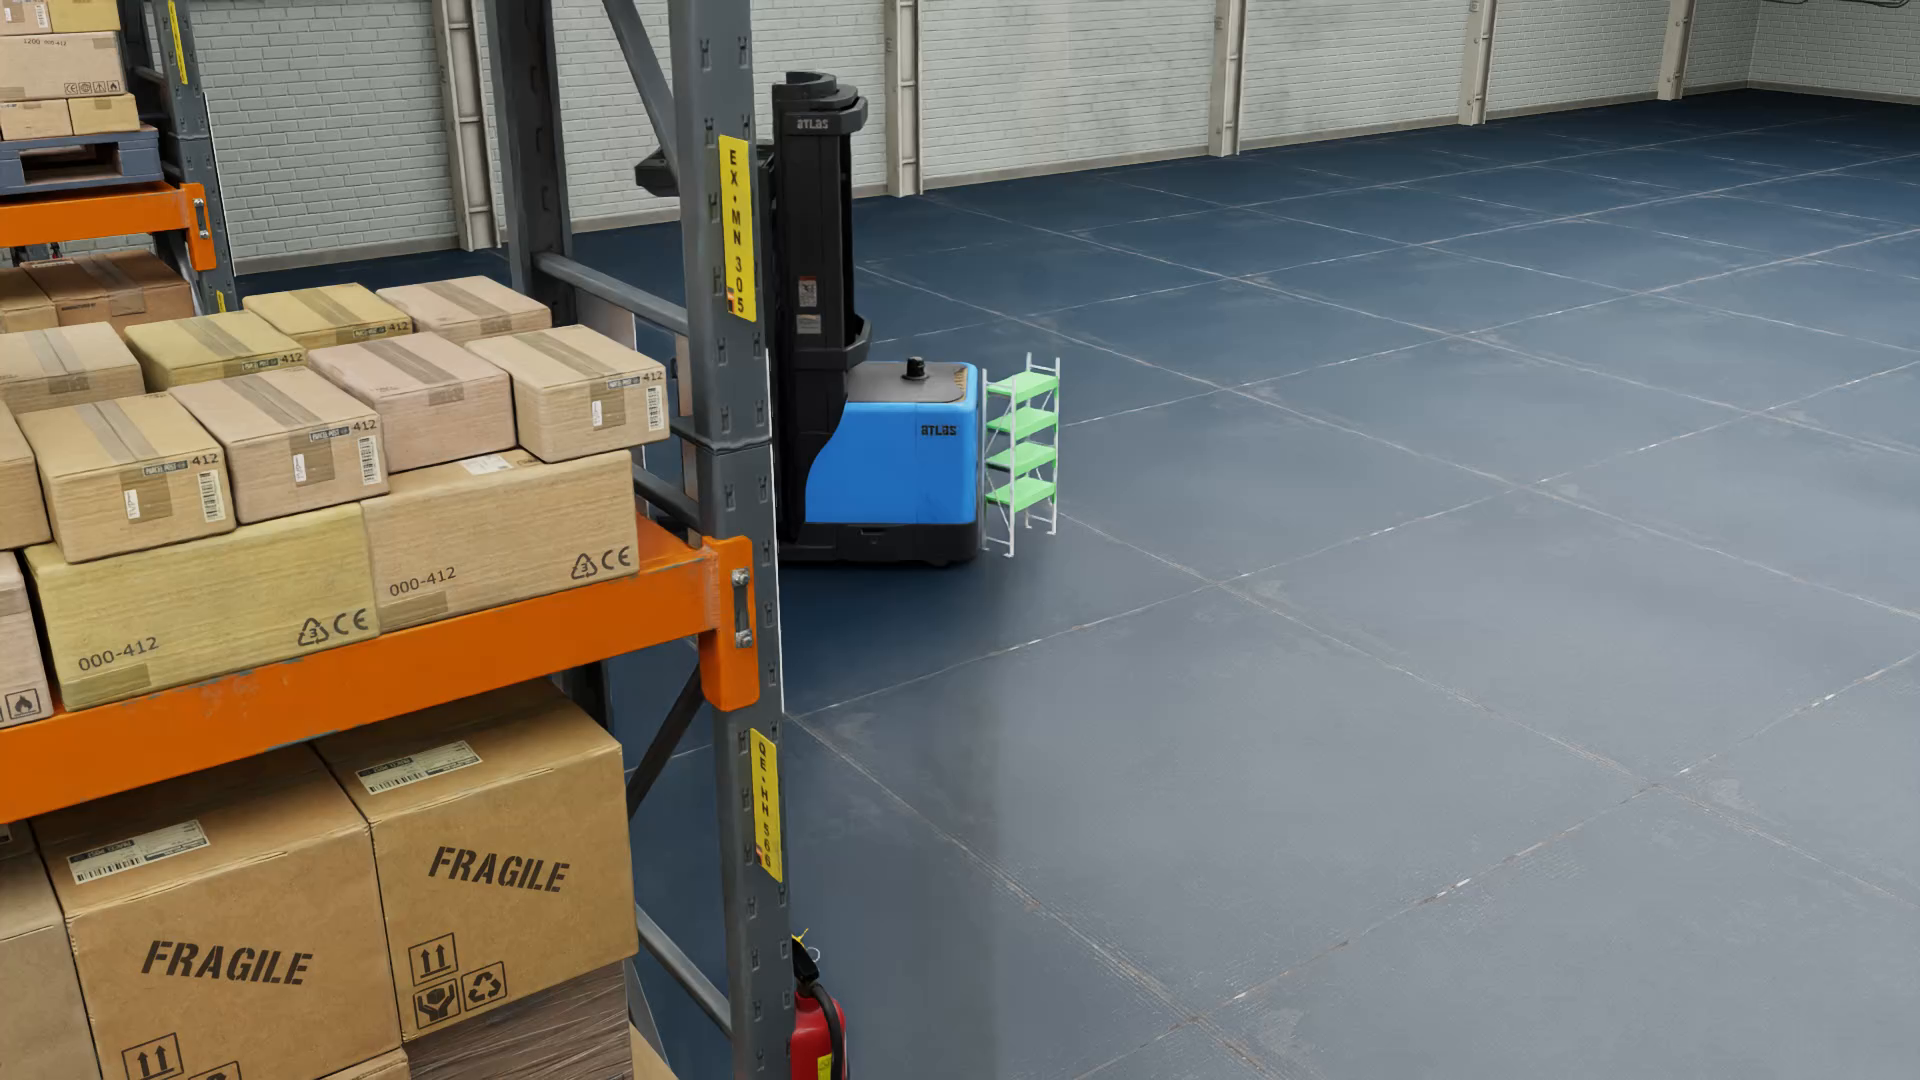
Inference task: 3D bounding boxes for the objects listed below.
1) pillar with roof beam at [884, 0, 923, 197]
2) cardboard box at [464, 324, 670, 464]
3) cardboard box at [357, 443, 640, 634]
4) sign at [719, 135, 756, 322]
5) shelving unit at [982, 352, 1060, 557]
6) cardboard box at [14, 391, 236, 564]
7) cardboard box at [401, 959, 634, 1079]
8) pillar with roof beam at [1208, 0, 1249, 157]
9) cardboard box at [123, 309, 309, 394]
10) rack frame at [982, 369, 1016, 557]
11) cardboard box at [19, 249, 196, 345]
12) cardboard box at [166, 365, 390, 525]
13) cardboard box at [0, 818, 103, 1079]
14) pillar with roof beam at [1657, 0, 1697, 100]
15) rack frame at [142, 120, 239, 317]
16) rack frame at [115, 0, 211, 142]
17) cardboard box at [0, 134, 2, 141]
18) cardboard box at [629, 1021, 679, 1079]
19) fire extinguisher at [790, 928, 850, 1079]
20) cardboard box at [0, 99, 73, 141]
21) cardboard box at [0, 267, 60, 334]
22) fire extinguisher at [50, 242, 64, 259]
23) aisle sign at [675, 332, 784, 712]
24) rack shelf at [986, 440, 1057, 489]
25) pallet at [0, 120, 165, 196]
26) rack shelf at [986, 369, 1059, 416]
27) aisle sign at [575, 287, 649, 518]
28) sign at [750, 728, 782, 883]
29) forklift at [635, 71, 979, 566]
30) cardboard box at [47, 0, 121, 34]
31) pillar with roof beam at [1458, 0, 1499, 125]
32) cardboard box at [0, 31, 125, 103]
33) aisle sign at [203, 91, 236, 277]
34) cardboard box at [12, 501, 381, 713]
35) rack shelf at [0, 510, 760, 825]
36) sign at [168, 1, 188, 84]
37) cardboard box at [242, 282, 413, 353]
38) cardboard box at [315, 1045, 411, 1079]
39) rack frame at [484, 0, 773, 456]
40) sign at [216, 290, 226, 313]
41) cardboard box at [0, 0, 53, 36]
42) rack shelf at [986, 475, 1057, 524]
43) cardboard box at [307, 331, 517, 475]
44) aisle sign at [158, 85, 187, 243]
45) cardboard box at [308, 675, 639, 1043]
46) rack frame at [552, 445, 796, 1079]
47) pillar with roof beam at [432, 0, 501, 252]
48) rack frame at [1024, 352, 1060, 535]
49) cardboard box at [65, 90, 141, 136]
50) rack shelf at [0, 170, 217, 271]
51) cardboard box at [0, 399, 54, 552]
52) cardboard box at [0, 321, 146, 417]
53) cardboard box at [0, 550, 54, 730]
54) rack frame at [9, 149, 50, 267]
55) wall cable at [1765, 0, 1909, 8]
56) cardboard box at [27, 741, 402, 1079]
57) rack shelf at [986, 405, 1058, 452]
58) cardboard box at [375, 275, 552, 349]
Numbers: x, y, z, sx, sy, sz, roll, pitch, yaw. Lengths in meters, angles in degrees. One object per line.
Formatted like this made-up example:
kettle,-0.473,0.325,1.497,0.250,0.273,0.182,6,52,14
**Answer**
pillar with roof beam,1.762,-7.615,17.838,0.400,9.000,9.100,-15,26,-33
cardboard box,-0.755,-0.287,3.185,0.250,0.149,0.380,-15,26,-33
cardboard box,-0.955,-0.075,3.192,0.500,0.250,0.500,-14,26,-32
sign,-0.404,-0.565,3.024,0.005,0.325,0.100,-15,26,-33
shelving unit,0.386,-0.549,10.652,0.258,1.200,0.503,15,26,34
cardboard box,-1.383,-0.112,2.747,0.250,0.149,0.380,-15,26,-33
cardboard box,-1.175,0.994,3.822,0.500,0.500,0.875,-15,26,-33
pillar with roof beam,6.632,-8.914,21.093,0.400,9.000,9.100,-15,26,-33
cardboard box,-1.471,-0.332,3.298,0.250,0.149,0.380,-15,26,-34
rack frame,0.241,-0.476,10.470,0.240,1.200,0.015,15,26,34
cardboard box,-3.851,-0.949,7.567,0.550,0.550,0.875,-15,26,-33
cardboard box,-1.193,-0.174,2.901,0.250,0.149,0.380,-16,27,-35
cardboard box,-1.824,0.830,2.885,0.500,0.500,0.500,-15,26,-33
pillar with roof beam,16.373,-11.511,27.602,0.400,9.000,9.100,-15,26,-33
rack frame,-3.527,-0.446,7.967,0.127,3.000,1.000,-15,26,-33
rack frame,-3.527,-3.233,6.856,0.127,3.000,1.000,-15,26,-33
cardboard box,-4.012,-1.680,6.650,0.250,0.149,0.380,-14,26,-32
cardboard box,-0.823,1.308,3.909,0.250,0.149,0.380,-15,26,-33
fire extinguisher,-0.350,1.218,3.902,0.183,0.674,0.296,-15,26,-33
cardboard box,-3.804,-1.736,6.790,0.250,0.149,0.380,-15,26,-32
cardboard box,-4.243,-0.802,7.200,0.550,0.550,0.875,-15,26,-33
fire extinguisher,-6.138,-1.764,11.374,0.183,0.674,0.296,-15,26,-33
aisle sign,-0.487,-0.063,3.499,0.004,0.787,0.394,-15,26,-33
rack shelf,0.386,-0.489,10.676,0.258,0.148,0.480,15,26,34
pallet,-4.123,-1.635,7.018,1.213,0.211,1.003,-15,26,-33
rack shelf,0.386,-0.935,10.498,0.258,0.148,0.480,15,26,34
aisle sign,-0.837,-0.243,3.951,0.004,0.787,0.394,-15,26,-33
sign,-0.404,0.555,3.471,0.005,0.325,0.100,-15,26,-33
forklift,-1.397,-1.375,10.388,3.031,2.935,1.130,1,22,1
cardboard box,-3.602,-2.160,6.775,0.250,0.149,0.380,-15,26,-32
pillar with roof beam,11.503,-10.213,24.347,0.400,9.000,9.100,-15,26,-33
cardboard box,-3.761,-1.959,6.812,0.500,0.250,0.500,-15,26,-32
aisle sign,-3.294,-1.579,7.298,0.004,0.787,0.394,-15,26,-33
cardboard box,-1.359,0.034,2.919,0.500,0.250,0.500,-15,26,-33
rack shelf,-2.336,0.442,2.666,4.000,0.370,1.077,-15,26,-33
sign,-3.221,-2.048,6.845,0.005,0.325,0.100,-15,26,-33
cardboard box,-1.338,-0.424,3.528,0.250,0.149,0.380,-14,26,-32
cardboard box,-1.511,1.138,3.460,0.500,0.500,0.875,-15,26,-33
rack frame,-0.712,-1.719,3.061,0.127,3.000,1.000,-15,26,-33
sign,-3.221,-0.928,7.292,0.005,0.325,0.100,-15,26,-33
cardboard box,-3.806,-2.106,6.641,0.250,0.149,0.380,-15,26,-33
rack shelf,0.386,-0.266,10.765,0.258,0.148,0.480,15,26,34
cardboard box,-1.035,-0.266,3.132,0.250,0.149,0.380,-16,27,-35
aisle sign,-3.645,-1.759,7.750,0.004,0.787,0.394,-15,26,-33
cardboard box,-1.014,0.612,3.430,0.500,0.500,0.500,-15,26,-33
rack frame,-0.712,1.068,4.173,0.127,3.000,1.000,-15,26,-33
pillar with roof beam,-3.109,-6.316,14.584,0.400,9.000,9.100,-15,26,-33
rack frame,0.531,-0.621,10.835,0.240,1.200,0.015,15,26,34
cardboard box,-3.599,-1.790,6.926,0.250,0.149,0.380,-15,26,-33
rack shelf,-5.150,-1.072,6.460,4.000,0.370,1.077,-15,26,-33
cardboard box,-1.657,-0.096,2.707,0.250,0.149,0.380,-15,26,-32
cardboard box,-1.734,-0.295,3.204,0.250,0.149,0.380,-14,26,-31
cardboard box,-1.780,0.142,2.647,0.500,0.250,0.500,-14,26,-32
rack frame,-6.500,-1.914,11.645,0.127,3.000,1.000,-15,26,-33
wall cable,17.022,-11.604,32.024,0.112,2.526,3.097,-15,26,-33
cardboard box,-1.417,0.722,3.154,0.500,0.500,0.500,-15,26,-33
rack shelf,0.386,-0.712,10.587,0.258,0.148,0.480,15,26,34
cardboard box,-1.071,-0.451,3.596,0.250,0.149,0.380,-15,26,-33
